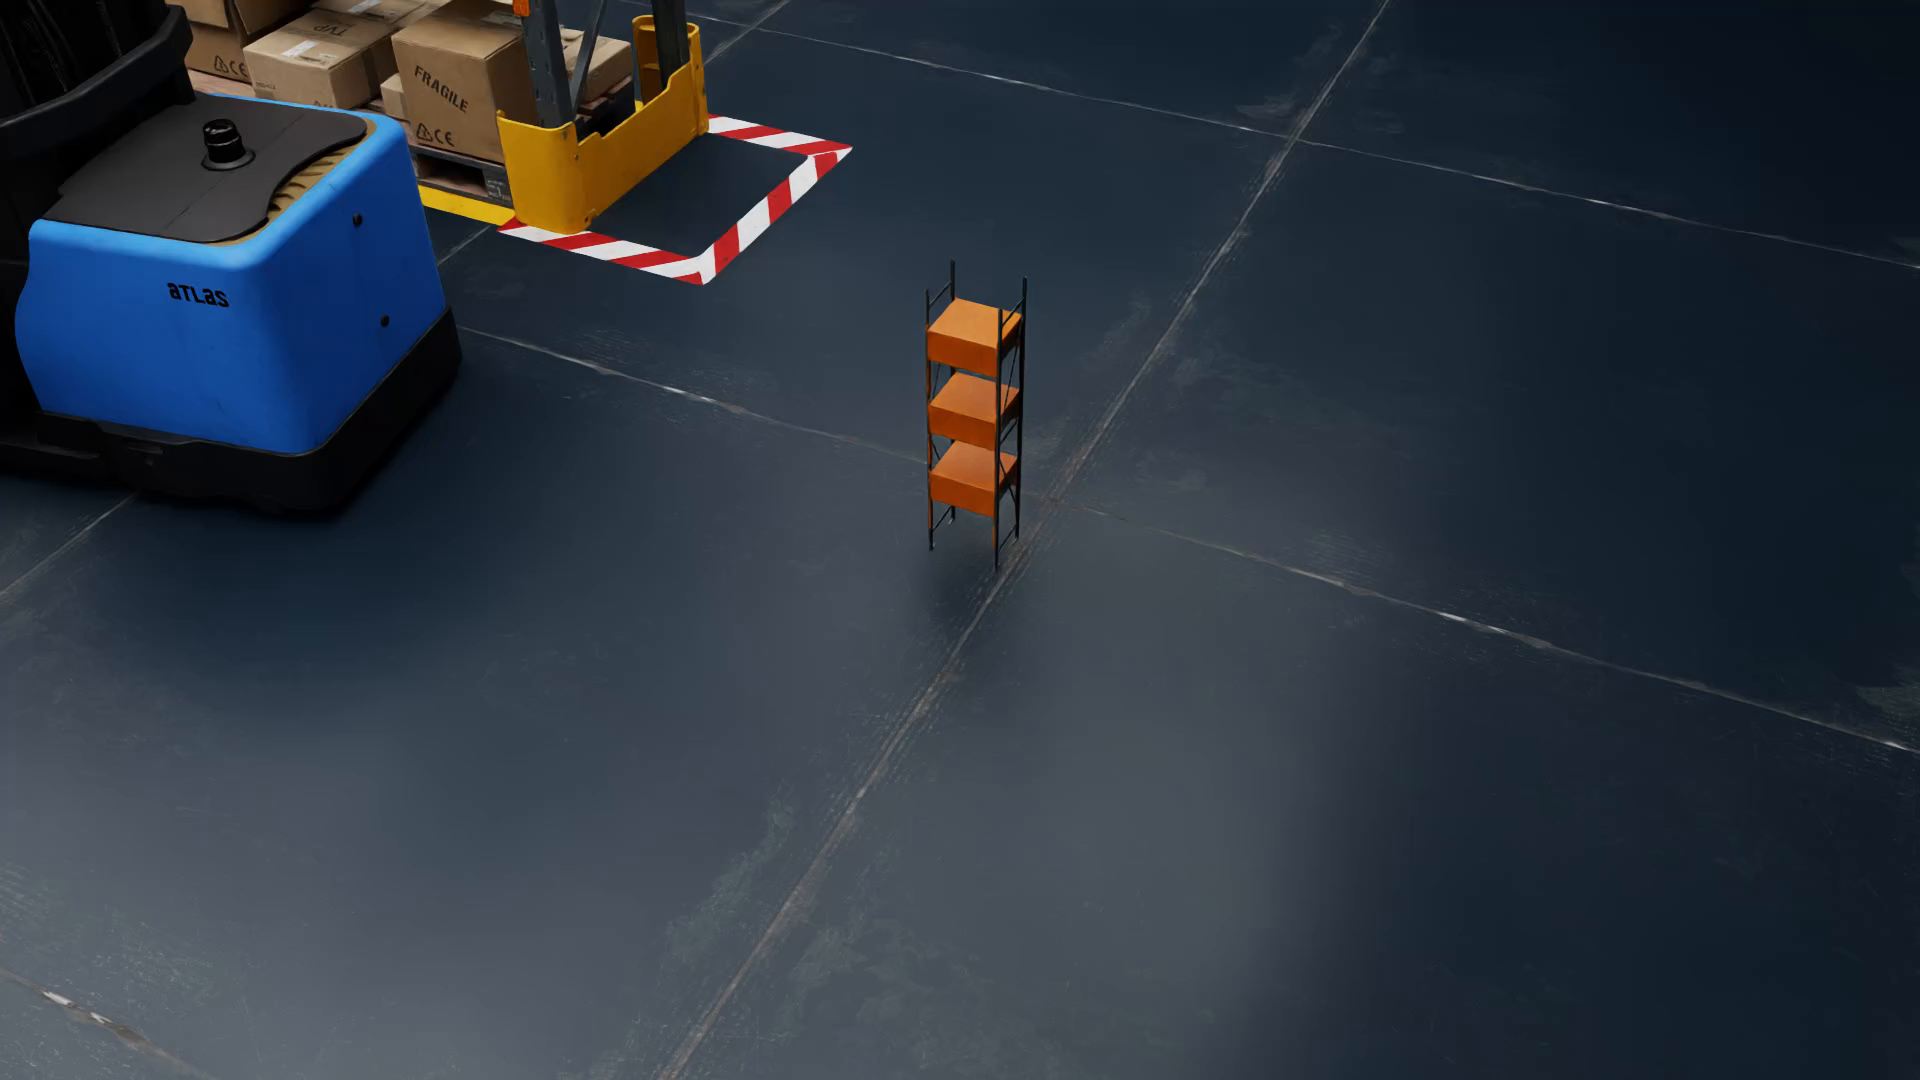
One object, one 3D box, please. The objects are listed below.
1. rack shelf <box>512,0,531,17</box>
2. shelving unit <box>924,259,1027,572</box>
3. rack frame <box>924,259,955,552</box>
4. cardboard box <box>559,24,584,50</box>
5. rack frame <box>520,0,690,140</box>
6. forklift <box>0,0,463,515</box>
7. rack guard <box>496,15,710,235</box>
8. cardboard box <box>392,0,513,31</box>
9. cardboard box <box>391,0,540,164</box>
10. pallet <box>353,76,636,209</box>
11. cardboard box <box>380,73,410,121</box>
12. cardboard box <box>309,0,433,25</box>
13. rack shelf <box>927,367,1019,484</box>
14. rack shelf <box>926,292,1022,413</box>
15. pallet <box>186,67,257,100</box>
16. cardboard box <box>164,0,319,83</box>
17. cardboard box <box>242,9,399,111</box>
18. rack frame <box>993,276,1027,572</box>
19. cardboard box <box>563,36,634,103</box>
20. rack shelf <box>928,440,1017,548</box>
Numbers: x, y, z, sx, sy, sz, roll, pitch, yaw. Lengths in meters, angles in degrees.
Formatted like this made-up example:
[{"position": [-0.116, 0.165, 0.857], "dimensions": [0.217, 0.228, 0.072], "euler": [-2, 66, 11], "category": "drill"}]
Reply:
[{"position": [-3.338, -3.113, 7.600], "dimensions": [4.000, 0.370, 1.077], "euler": [17, 44, 19], "category": "rack shelf"}, {"position": [0.048, -0.382, 5.389], "dimensions": [0.252, 1.050, 0.215], "euler": [17, 44, 19], "category": "shelving unit"}, {"position": [-0.062, -0.416, 5.428], "dimensions": [0.008, 1.050, 0.200], "euler": [17, 44, 19], "category": "rack frame"}, {"position": [-1.987, -2.316, 7.959], "dimensions": [0.250, 0.166, 0.380], "euler": [17, 44, 19], "category": "cardboard box"}, {"position": [-1.526, -2.831, 6.726], "dimensions": [0.127, 3.000, 1.000], "euler": [17, 44, 19], "category": "rack frame"}, {"position": [-3.505, -1.727, 5.505], "dimensions": [3.031, 2.935, 1.130], "euler": [10, 42, 11], "category": "forklift"}, {"position": [-1.595, -1.907, 7.569], "dimensions": [0.348, 0.500, 1.175], "euler": [17, 44, 19], "category": "rack guard"}, {"position": [-2.352, -2.415, 8.010], "dimensions": [0.500, 0.250, 0.500], "euler": [17, 44, 19], "category": "cardboard box"}, {"position": [-2.123, -2.057, 7.405], "dimensions": [0.500, 0.500, 0.500], "euler": [17, 44, 19], "category": "cardboard box"}, {"position": [-2.318, -2.018, 7.918], "dimensions": [1.213, 0.211, 1.003], "euler": [17, 44, 19], "category": "pallet"}, {"position": [-2.452, -2.096, 7.706], "dimensions": [0.250, 0.166, 0.380], "euler": [17, 44, 19], "category": "cardboard box"}, {"position": [-2.805, -2.554, 8.170], "dimensions": [0.500, 0.250, 0.500], "euler": [17, 44, 19], "category": "cardboard box"}, {"position": [0.048, -0.374, 5.396], "dimensions": [0.240, 0.259, 0.215], "euler": [17, 44, 19], "category": "rack shelf"}, {"position": [0.048, -0.588, 5.210], "dimensions": [0.240, 0.259, 0.215], "euler": [17, 44, 19], "category": "rack shelf"}, {"position": [-3.419, -2.357, 8.308], "dimensions": [1.213, 0.211, 1.003], "euler": [17, 44, 19], "category": "pallet"}, {"position": [-3.446, -2.644, 8.081], "dimensions": [0.637, 0.503, 0.797], "euler": [17, 44, 19], "category": "cardboard box"}, {"position": [-2.971, -2.243, 7.811], "dimensions": [0.500, 0.250, 0.500], "euler": [17, 44, 19], "category": "cardboard box"}, {"position": [0.159, -0.348, 5.350], "dimensions": [0.008, 1.050, 0.200], "euler": [17, 44, 19], "category": "rack frame"}, {"position": [-1.760, -2.240, 7.885], "dimensions": [0.250, 0.149, 0.380], "euler": [17, 44, 19], "category": "cardboard box"}, {"position": [0.048, -0.164, 5.578], "dimensions": [0.240, 0.259, 0.215], "euler": [17, 44, 19], "category": "rack shelf"}]
